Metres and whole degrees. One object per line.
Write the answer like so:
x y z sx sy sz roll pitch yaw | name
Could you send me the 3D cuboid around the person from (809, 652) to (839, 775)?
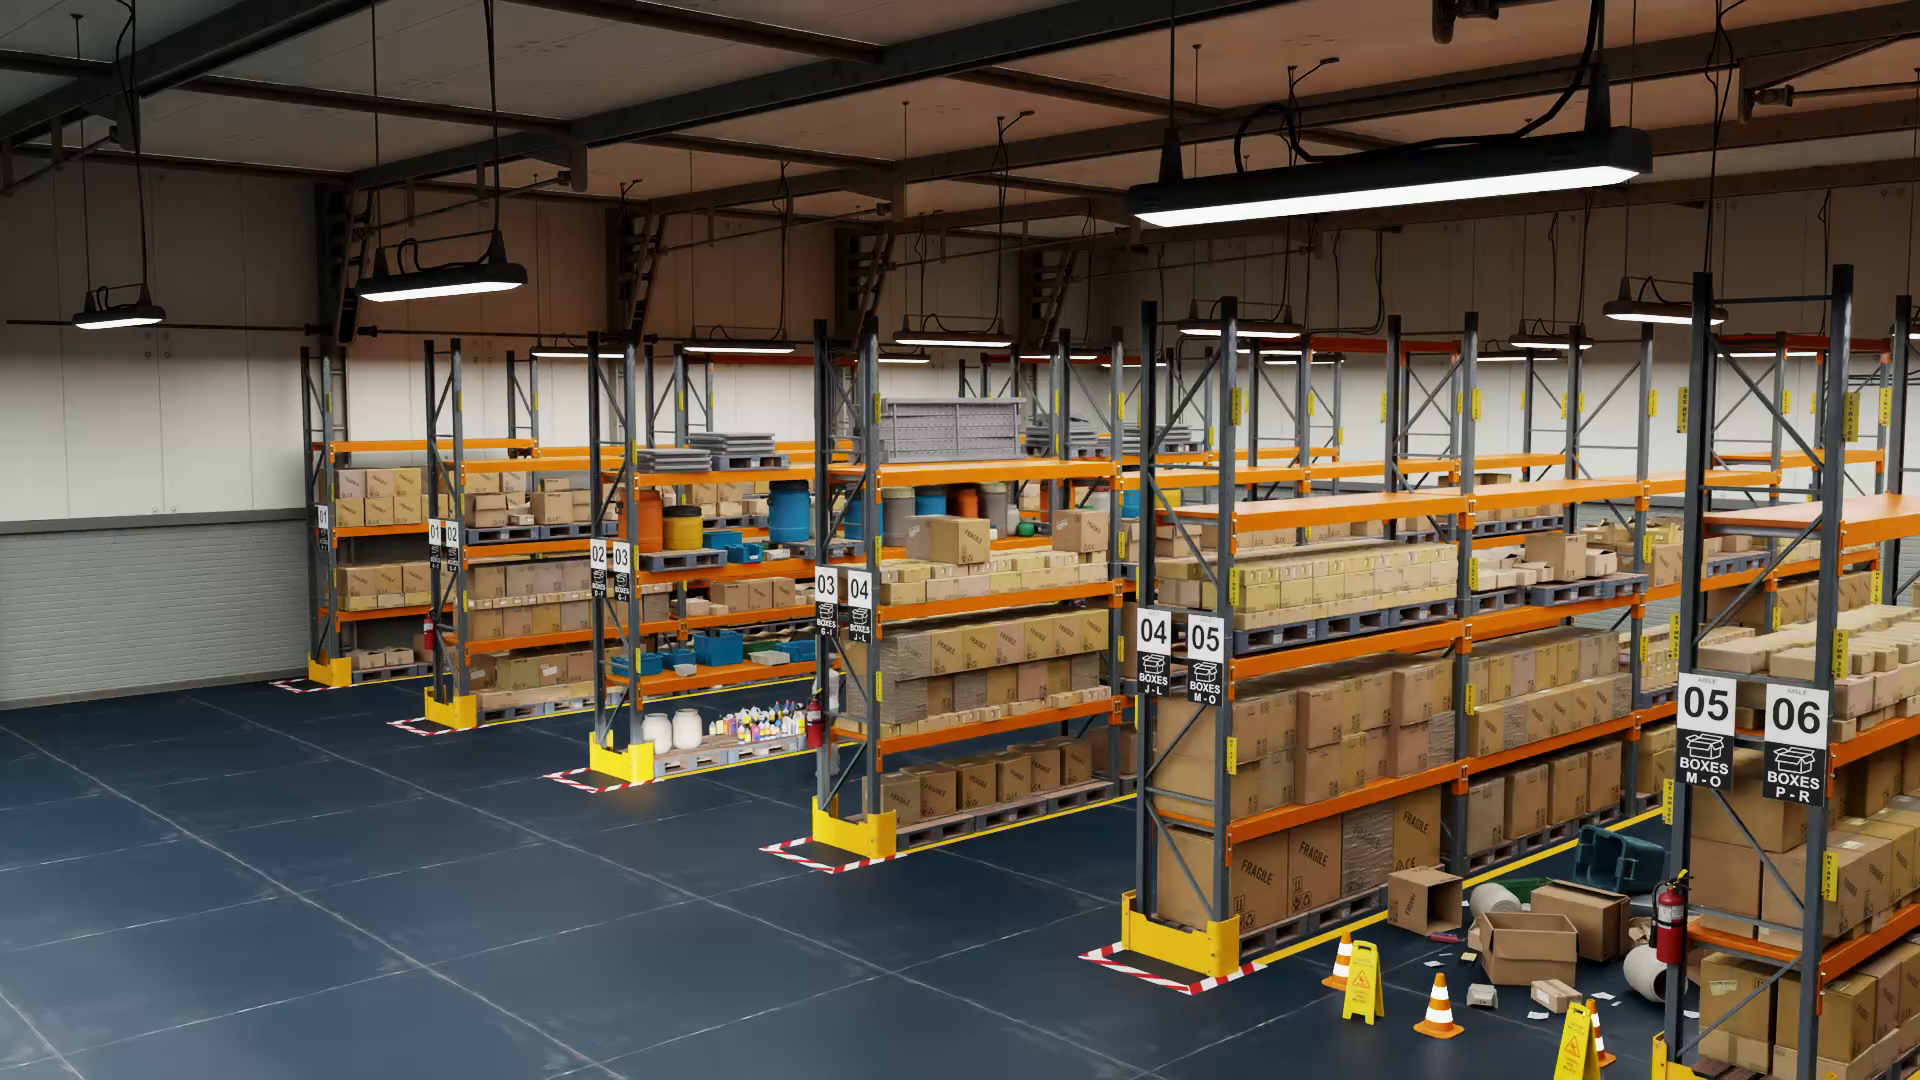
-1.818 2.359 22.486 0.378 1.719 0.576 2 5 20 | person
